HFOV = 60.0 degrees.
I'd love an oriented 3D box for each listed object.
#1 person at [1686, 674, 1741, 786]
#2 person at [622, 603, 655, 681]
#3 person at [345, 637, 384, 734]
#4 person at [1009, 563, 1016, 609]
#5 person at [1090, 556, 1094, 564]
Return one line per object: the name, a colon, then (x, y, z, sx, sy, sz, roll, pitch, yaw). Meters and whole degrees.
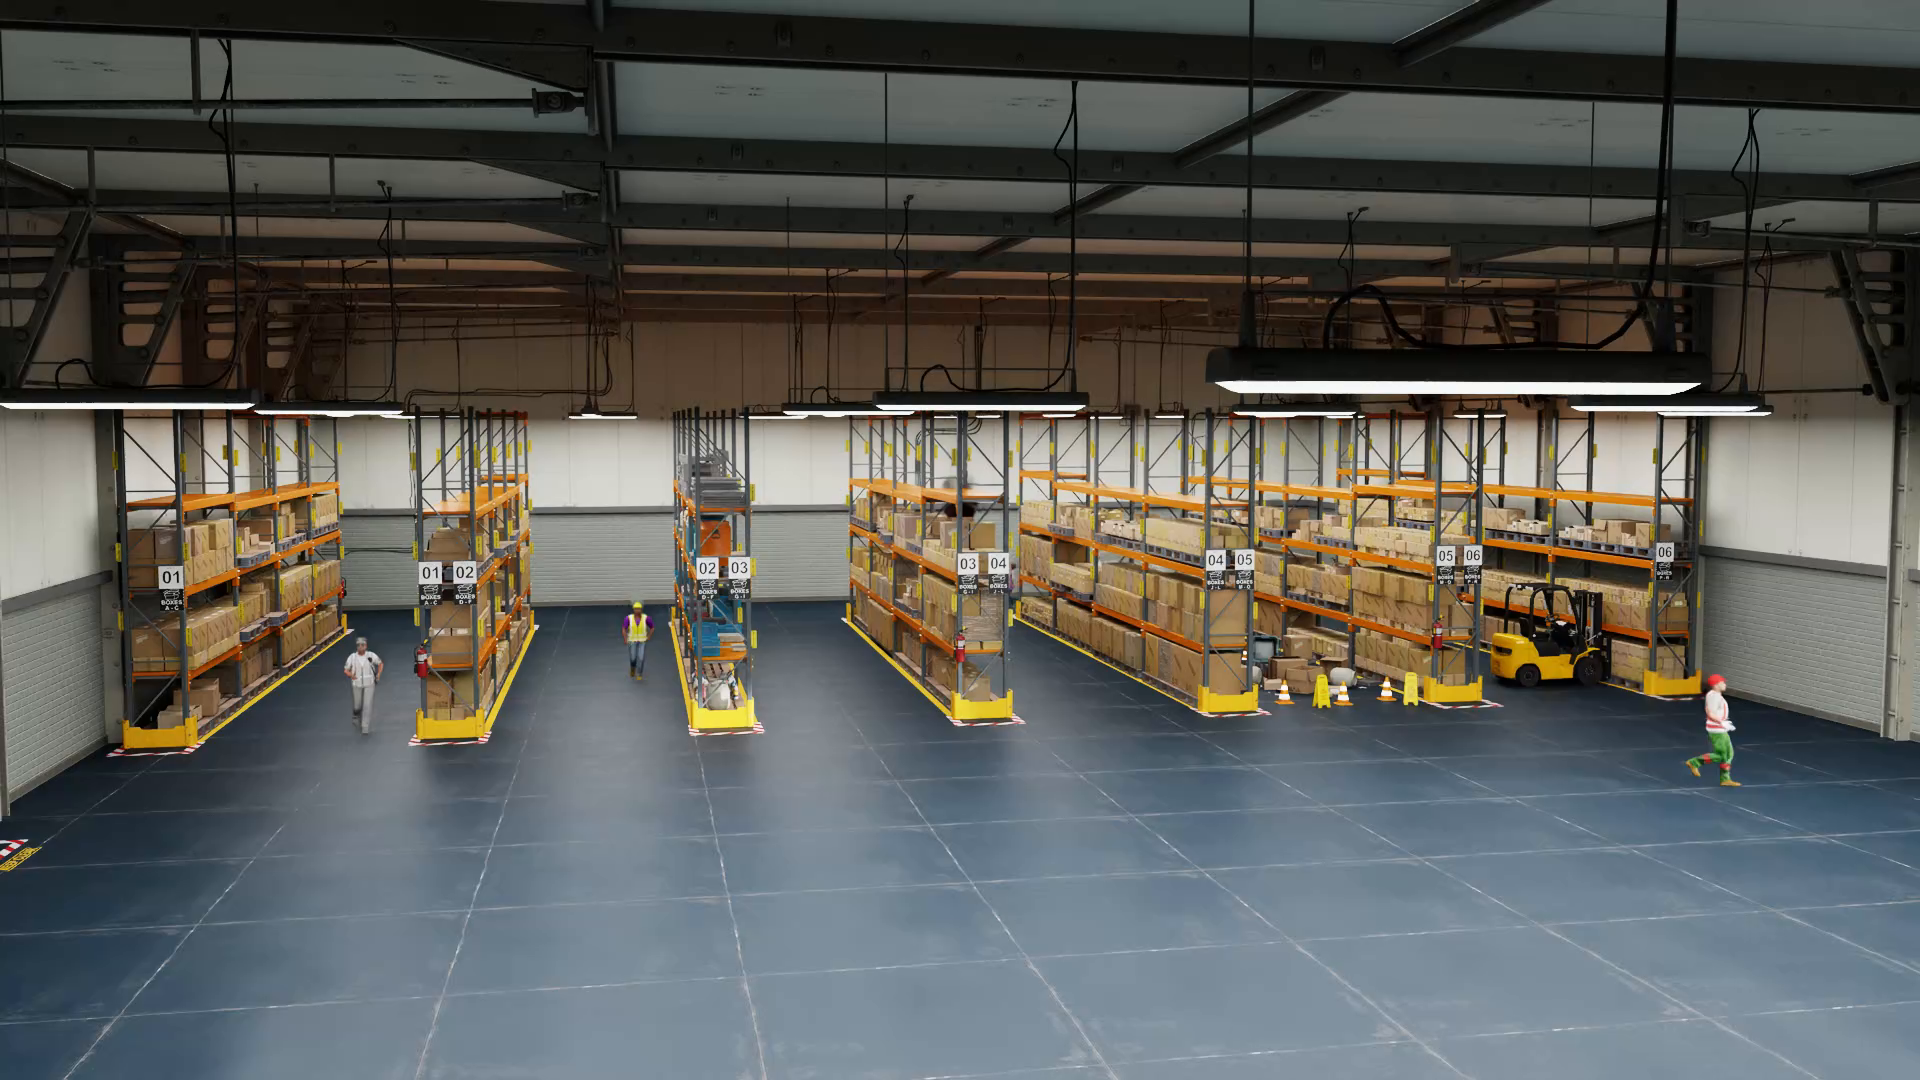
person: (11.852, 2.984, 26.106, 0.806, 1.757, 0.674, 2, 4, 24)
person: (-7.110, 2.244, 36.815, 0.715, 1.732, 0.577, -1, 4, -12)
person: (-11.020, 2.670, 30.733, 0.677, 1.732, 0.890, -1, 4, -15)
person: (1.442, 1.424, 49.878, 0.475, 1.490, 0.598, 0, 4, 5)
person: (3.946, 1.269, 50.463, 0.662, 1.726, 0.704, -1, 4, -9)
